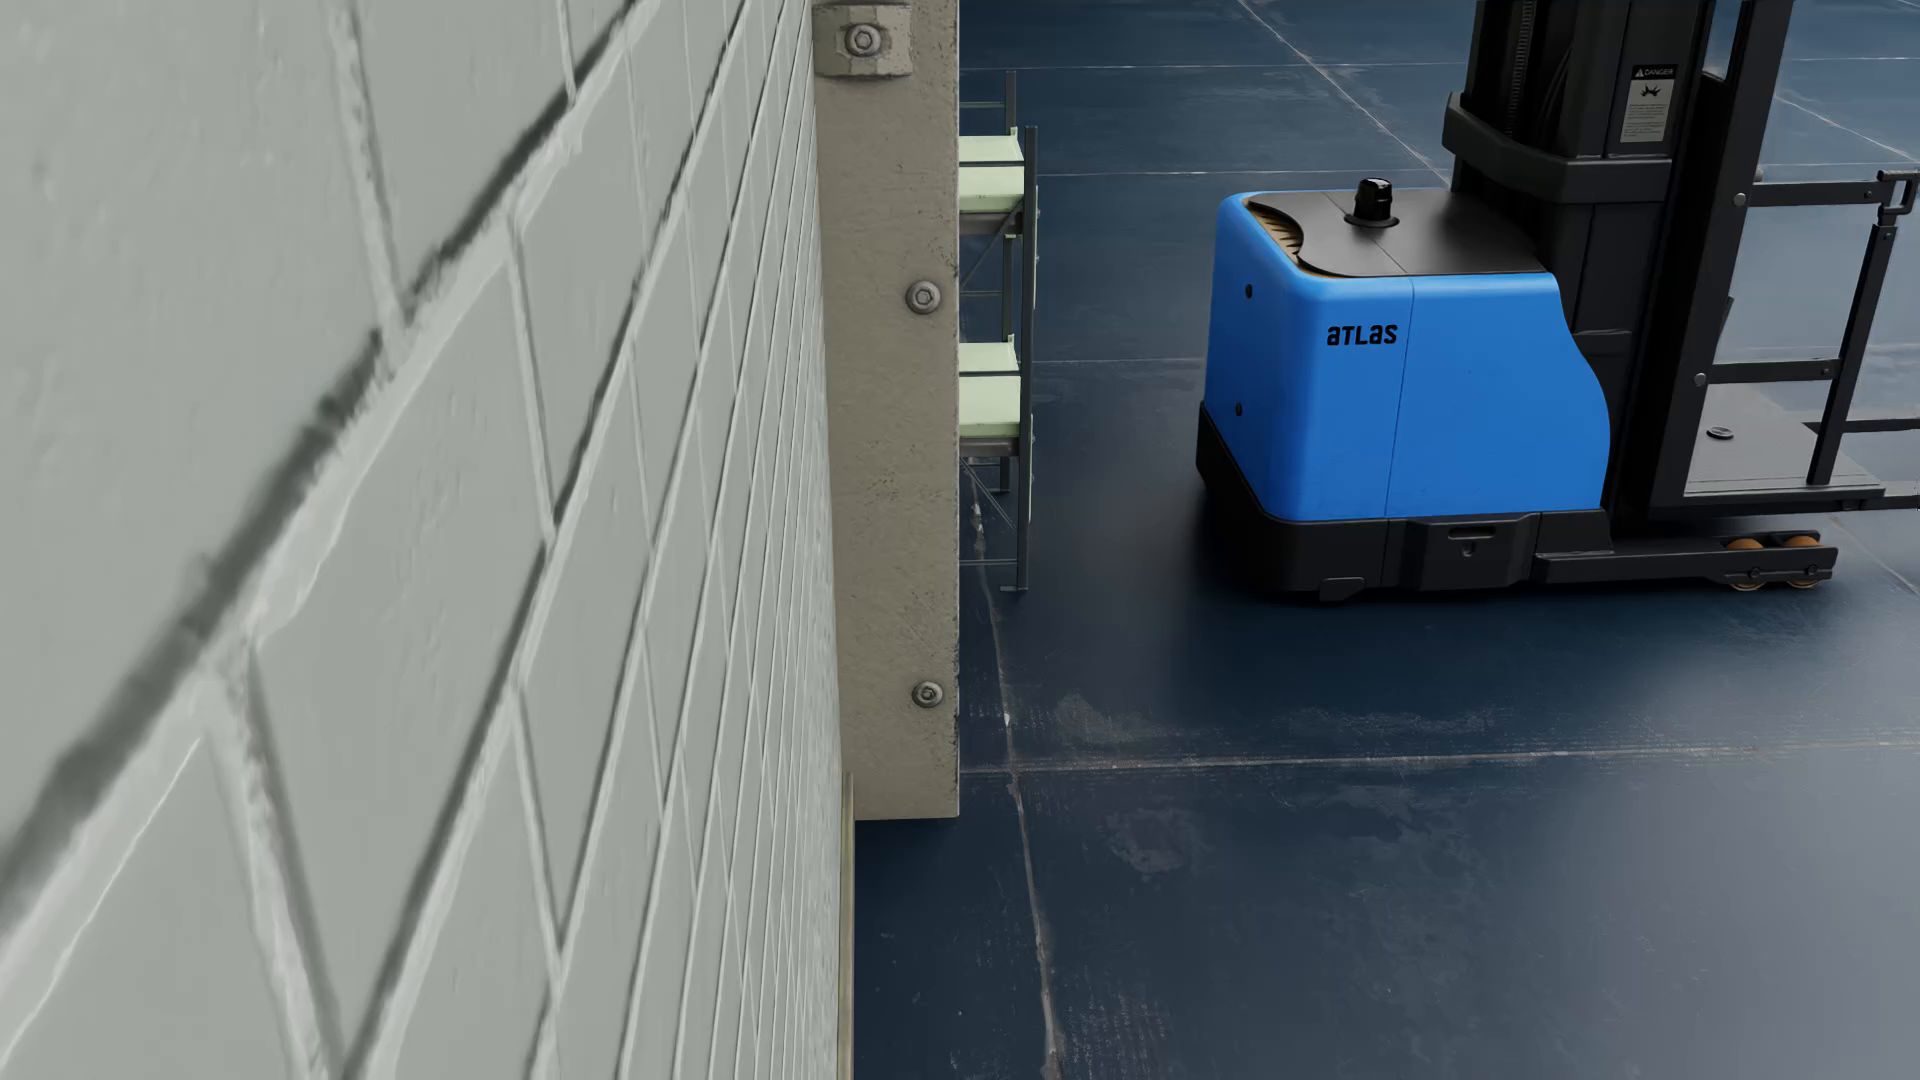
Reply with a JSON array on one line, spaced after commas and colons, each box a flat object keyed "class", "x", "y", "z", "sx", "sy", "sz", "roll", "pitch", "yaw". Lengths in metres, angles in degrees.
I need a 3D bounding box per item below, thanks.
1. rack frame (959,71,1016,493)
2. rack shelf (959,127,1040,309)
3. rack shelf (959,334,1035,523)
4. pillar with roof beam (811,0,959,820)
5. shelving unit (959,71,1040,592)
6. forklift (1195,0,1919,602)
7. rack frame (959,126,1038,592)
[{"class": "rack frame", "x": -0.019, "y": -0.837, "z": 5.689, "sx": 0.400, "sy": 1.500, "sz": 0.023, "roll": -1, "pitch": 28, "yaw": -3}, {"class": "rack shelf", "x": 0.000, "y": -1.014, "z": 5.184, "sx": 0.431, "sy": 0.370, "sz": 0.720, "roll": -1, "pitch": 28, "yaw": -3}, {"class": "rack shelf", "x": 0.000, "y": -0.379, "z": 5.515, "sx": 0.431, "sy": 0.370, "sz": 0.720, "roll": -1, "pitch": 28, "yaw": -3}, {"class": "pillar with roof beam", "x": 4.132, "y": -3.462, "z": 2.612, "sx": 9.100, "sy": 9.000, "sz": 0.400, "roll": -1, "pitch": 28, "yaw": -3}, {"class": "shelving unit", "x": 0.000, "y": -0.668, "z": 5.365, "sx": 0.431, "sy": 1.500, "sz": 0.755, "roll": -1, "pitch": 28, "yaw": -3}, {"class": "forklift", "x": 2.408, "y": -1.376, "z": 5.174, "sx": 3.031, "sy": 2.935, "sz": 1.130, "roll": -3, "pitch": 28, "yaw": -5}, {"class": "rack frame", "x": 0.019, "y": -0.499, "z": 5.041, "sx": 0.400, "sy": 1.500, "sz": 0.023, "roll": -1, "pitch": 28, "yaw": -3}]
